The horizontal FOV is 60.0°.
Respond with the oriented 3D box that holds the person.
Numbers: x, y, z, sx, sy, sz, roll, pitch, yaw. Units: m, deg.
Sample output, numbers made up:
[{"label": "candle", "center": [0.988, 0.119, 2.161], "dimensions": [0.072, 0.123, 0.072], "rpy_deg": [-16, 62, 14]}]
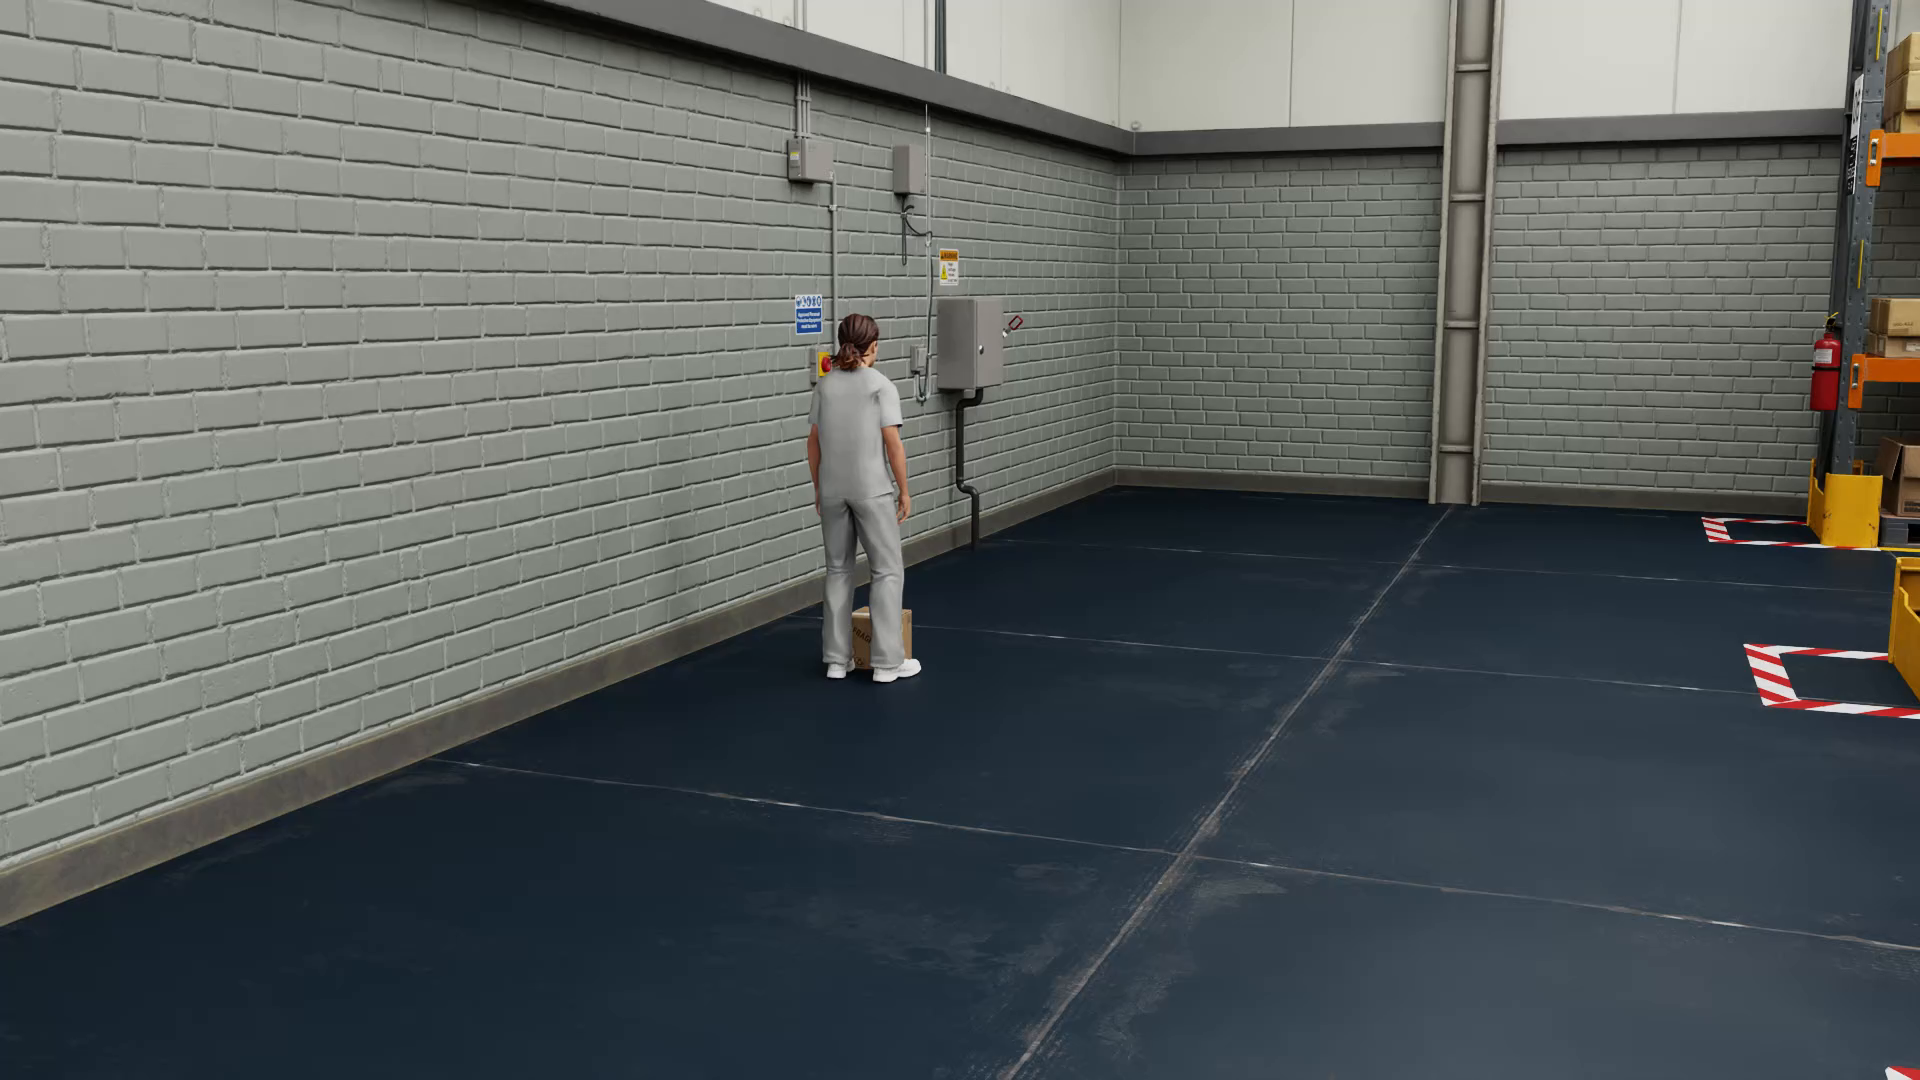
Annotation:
[{"label": "person", "center": [-0.462, -0.196, 7.623], "dimensions": [0.488, 1.673, 0.359], "rpy_deg": [3, 9, 21]}]
